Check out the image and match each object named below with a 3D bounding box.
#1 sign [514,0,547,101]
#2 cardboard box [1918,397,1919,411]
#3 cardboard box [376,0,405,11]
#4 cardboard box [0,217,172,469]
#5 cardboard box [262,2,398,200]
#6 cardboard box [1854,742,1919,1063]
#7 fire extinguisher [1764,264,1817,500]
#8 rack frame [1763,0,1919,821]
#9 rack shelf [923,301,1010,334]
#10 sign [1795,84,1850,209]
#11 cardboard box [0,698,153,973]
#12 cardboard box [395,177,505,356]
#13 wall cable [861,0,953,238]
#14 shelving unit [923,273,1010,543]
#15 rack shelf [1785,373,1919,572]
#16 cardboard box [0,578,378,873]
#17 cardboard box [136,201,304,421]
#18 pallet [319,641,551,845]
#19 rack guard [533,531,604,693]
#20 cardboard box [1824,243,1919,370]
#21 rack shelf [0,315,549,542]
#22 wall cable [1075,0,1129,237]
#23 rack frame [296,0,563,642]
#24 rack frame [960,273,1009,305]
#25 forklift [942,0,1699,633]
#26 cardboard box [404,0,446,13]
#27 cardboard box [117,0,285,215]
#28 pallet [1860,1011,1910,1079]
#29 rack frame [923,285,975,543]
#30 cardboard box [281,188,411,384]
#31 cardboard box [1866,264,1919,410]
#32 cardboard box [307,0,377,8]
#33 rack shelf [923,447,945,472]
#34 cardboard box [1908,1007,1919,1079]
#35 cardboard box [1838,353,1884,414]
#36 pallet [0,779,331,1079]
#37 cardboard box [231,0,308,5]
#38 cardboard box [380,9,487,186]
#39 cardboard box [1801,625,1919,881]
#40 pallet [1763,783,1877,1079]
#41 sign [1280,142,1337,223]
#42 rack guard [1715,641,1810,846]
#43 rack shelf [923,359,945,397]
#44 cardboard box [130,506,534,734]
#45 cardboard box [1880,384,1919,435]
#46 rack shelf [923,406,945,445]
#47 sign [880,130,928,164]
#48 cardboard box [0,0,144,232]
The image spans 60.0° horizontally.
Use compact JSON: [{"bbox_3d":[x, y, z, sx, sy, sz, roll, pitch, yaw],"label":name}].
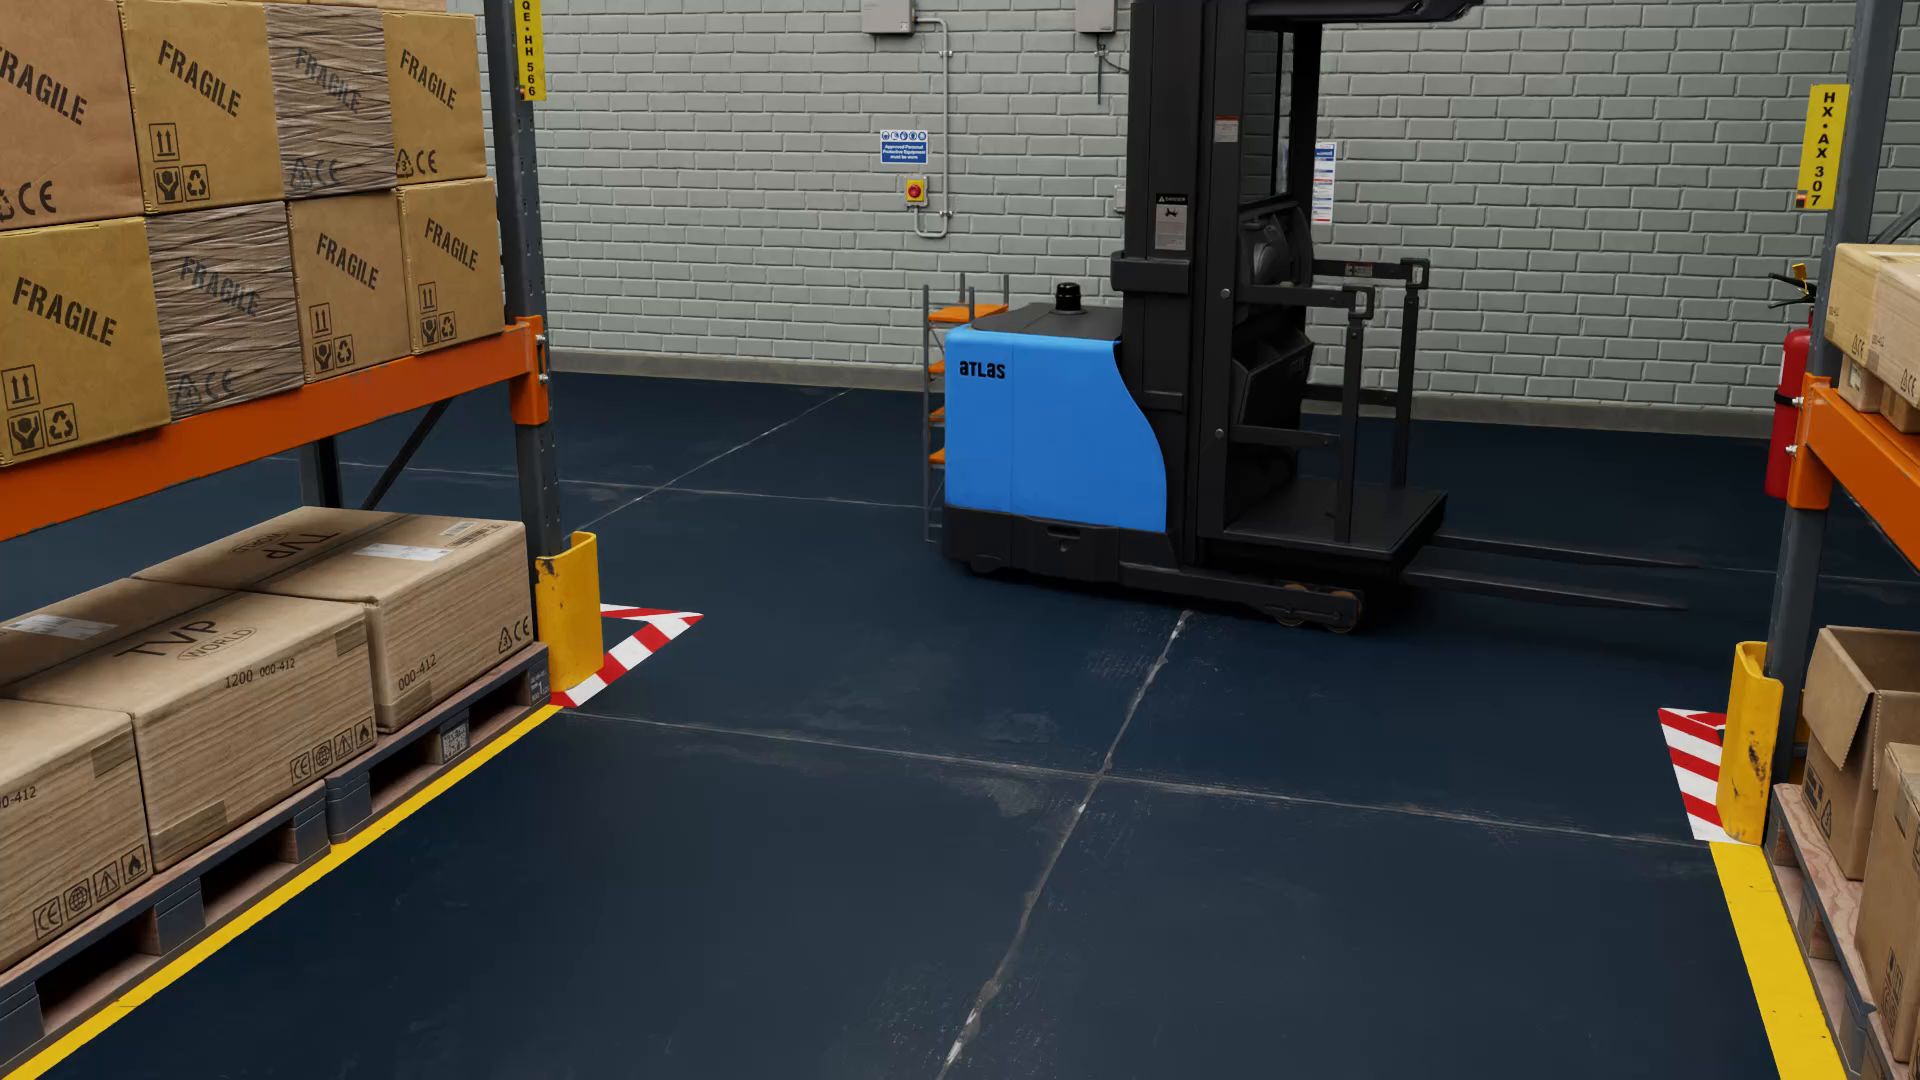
[{"bbox_3d":[-1.407,-1.605,5.434,0.100,0.325,0.005,5,16,16],"label":"sign"},{"bbox_3d":[2.166,-0.304,3.133,0.500,0.250,0.500,4,16,15],"label":"cardboard box"},{"bbox_3d":[-1.882,-1.643,4.920,0.380,0.149,0.250,5,17,17],"label":"cardboard box"},{"bbox_3d":[-2.234,-0.479,3.839,0.500,0.500,0.500,5,17,18],"label":"cardboard box"},{"bbox_3d":[-1.952,-1.225,4.635,0.500,0.500,0.500,5,16,16],"label":"cardboard box"},{"bbox_3d":[2.292,0.778,3.399,0.700,0.500,0.500,5,17,18],"label":"cardboard box"},{"bbox_3d":[2.436,-0.453,4.755,0.296,0.674,0.183,5,16,16],"label":"fire extinguisher"},{"bbox_3d":[2.837,-0.595,4.432,1.000,3.000,0.127,5,16,16],"label":"rack frame"},{"bbox_3d":[0.033,-1.000,7.715,0.258,0.148,0.480,6,17,19],"label":"rack shelf"},{"bbox_3d":[2.317,-1.054,4.462,0.100,0.325,0.005,5,16,16],"label":"sign"},{"bbox_3d":[-2.525,0.707,3.764,0.875,0.438,0.875,4,16,14],"label":"cardboard box"},{"bbox_3d":[-1.806,-0.881,5.254,0.500,0.500,0.500,5,17,16],"label":"cardboard box"},{"bbox_3d":[-0.343,-2.960,10.850,0.585,1.953,0.123,5,16,16],"label":"wall cable"},{"bbox_3d":[0.033,-0.622,7.823,0.258,1.200,0.503,6,17,19],"label":"shelving unit"},{"bbox_3d":[2.269,0.274,2.685,1.077,0.370,4.000,5,16,16],"label":"rack shelf"},{"bbox_3d":[-2.267,0.472,4.595,0.875,0.438,0.875,5,17,17],"label":"cardboard box"},{"bbox_3d":[-2.100,-0.615,4.318,0.500,0.500,0.500,5,17,17],"label":"cardboard box"},{"bbox_3d":[-2.075,0.577,5.407,1.003,0.211,1.213,5,16,16],"label":"pallet"},{"bbox_3d":[-1.916,0.217,6.149,1.175,0.500,0.348,5,16,16],"label":"rack guard"},{"bbox_3d":[2.450,-0.569,4.067,0.500,0.250,0.500,5,17,16],"label":"cardboard box"},{"bbox_3d":[-2.491,-0.110,4.039,1.077,0.370,4.000,5,16,16],"label":"rack shelf"},{"bbox_3d":[1.020,-2.838,10.477,0.588,1.984,0.122,5,16,16],"label":"wall cable"},{"bbox_3d":[-1.923,-0.979,5.785,1.000,3.000,0.127,5,16,16],"label":"rack frame"},{"bbox_3d":[0.115,-0.684,8.044,0.240,1.200,0.015,6,17,19],"label":"rack frame"},{"bbox_3d":[1.472,-1.208,6.718,3.031,2.935,1.130,8,18,26],"label":"forklift"},{"bbox_3d":[-1.833,-1.711,5.161,0.380,0.149,0.250,5,17,17],"label":"cardboard box"},{"bbox_3d":[-2.096,-1.096,4.180,0.500,0.500,0.500,5,16,16],"label":"cardboard box"},{"bbox_3d":[2.241,1.293,2.885,1.003,0.211,1.213,5,16,16],"label":"pallet"},{"bbox_3d":[-0.050,-0.559,7.602,0.240,1.200,0.015,6,17,19],"label":"rack frame"},{"bbox_3d":[-1.963,-0.751,4.796,0.500,0.500,0.500,4,16,15],"label":"cardboard box"},{"bbox_3d":[2.307,-0.437,3.602,0.500,0.250,0.500,5,17,16],"label":"cardboard box"},{"bbox_3d":[-1.875,-1.569,4.659,0.380,0.149,0.250,4,16,15],"label":"cardboard box"},{"bbox_3d":[0.033,-0.366,7.895,0.258,0.148,0.480,6,17,19],"label":"rack shelf"},{"bbox_3d":[2.046,0.909,2.939,0.500,0.500,0.500,5,17,17],"label":"cardboard box"},{"bbox_3d":[2.481,-0.410,4.238,0.380,0.149,0.250,4,16,15],"label":"cardboard box"},{"bbox_3d":[-2.424,0.896,4.285,1.003,0.211,1.213,5,16,16],"label":"pallet"},{"bbox_3d":[-1.986,-1.506,4.438,0.380,0.149,0.250,5,17,17],"label":"cardboard box"},{"bbox_3d":[-1.832,-1.364,5.125,0.500,0.500,0.500,5,17,18],"label":"cardboard box"},{"bbox_3d":[2.572,0.556,4.177,0.797,0.503,0.637,4,16,14],"label":"cardboard box"},{"bbox_3d":[2.590,0.975,4.007,1.003,0.211,1.213,5,16,16],"label":"pallet"},{"bbox_3d":[2.162,-2.226,10.353,0.329,0.494,0.001,5,16,16],"label":"sign"},{"bbox_3d":[2.816,0.627,4.703,1.175,0.500,0.348,5,16,16],"label":"rack guard"},{"bbox_3d":[0.033,-0.772,7.780,0.258,0.148,0.480,6,17,19],"label":"rack shelf"},{"bbox_3d":[-2.015,0.232,5.442,0.875,0.438,0.875,4,16,14],"label":"cardboard box"},{"bbox_3d":[2.453,-0.340,3.991,0.380,0.149,0.250,5,17,17],"label":"cardboard box"},{"bbox_3d":[0.033,-0.557,7.841,0.258,0.148,0.480,6,17,19],"label":"rack shelf"},{"bbox_3d":[-0.372,-2.606,11.026,0.327,0.218,0.001,5,16,16],"label":"sign"},{"bbox_3d":[-2.240,-0.964,3.717,0.500,0.500,0.500,5,16,15],"label":"cardboard box"}]
